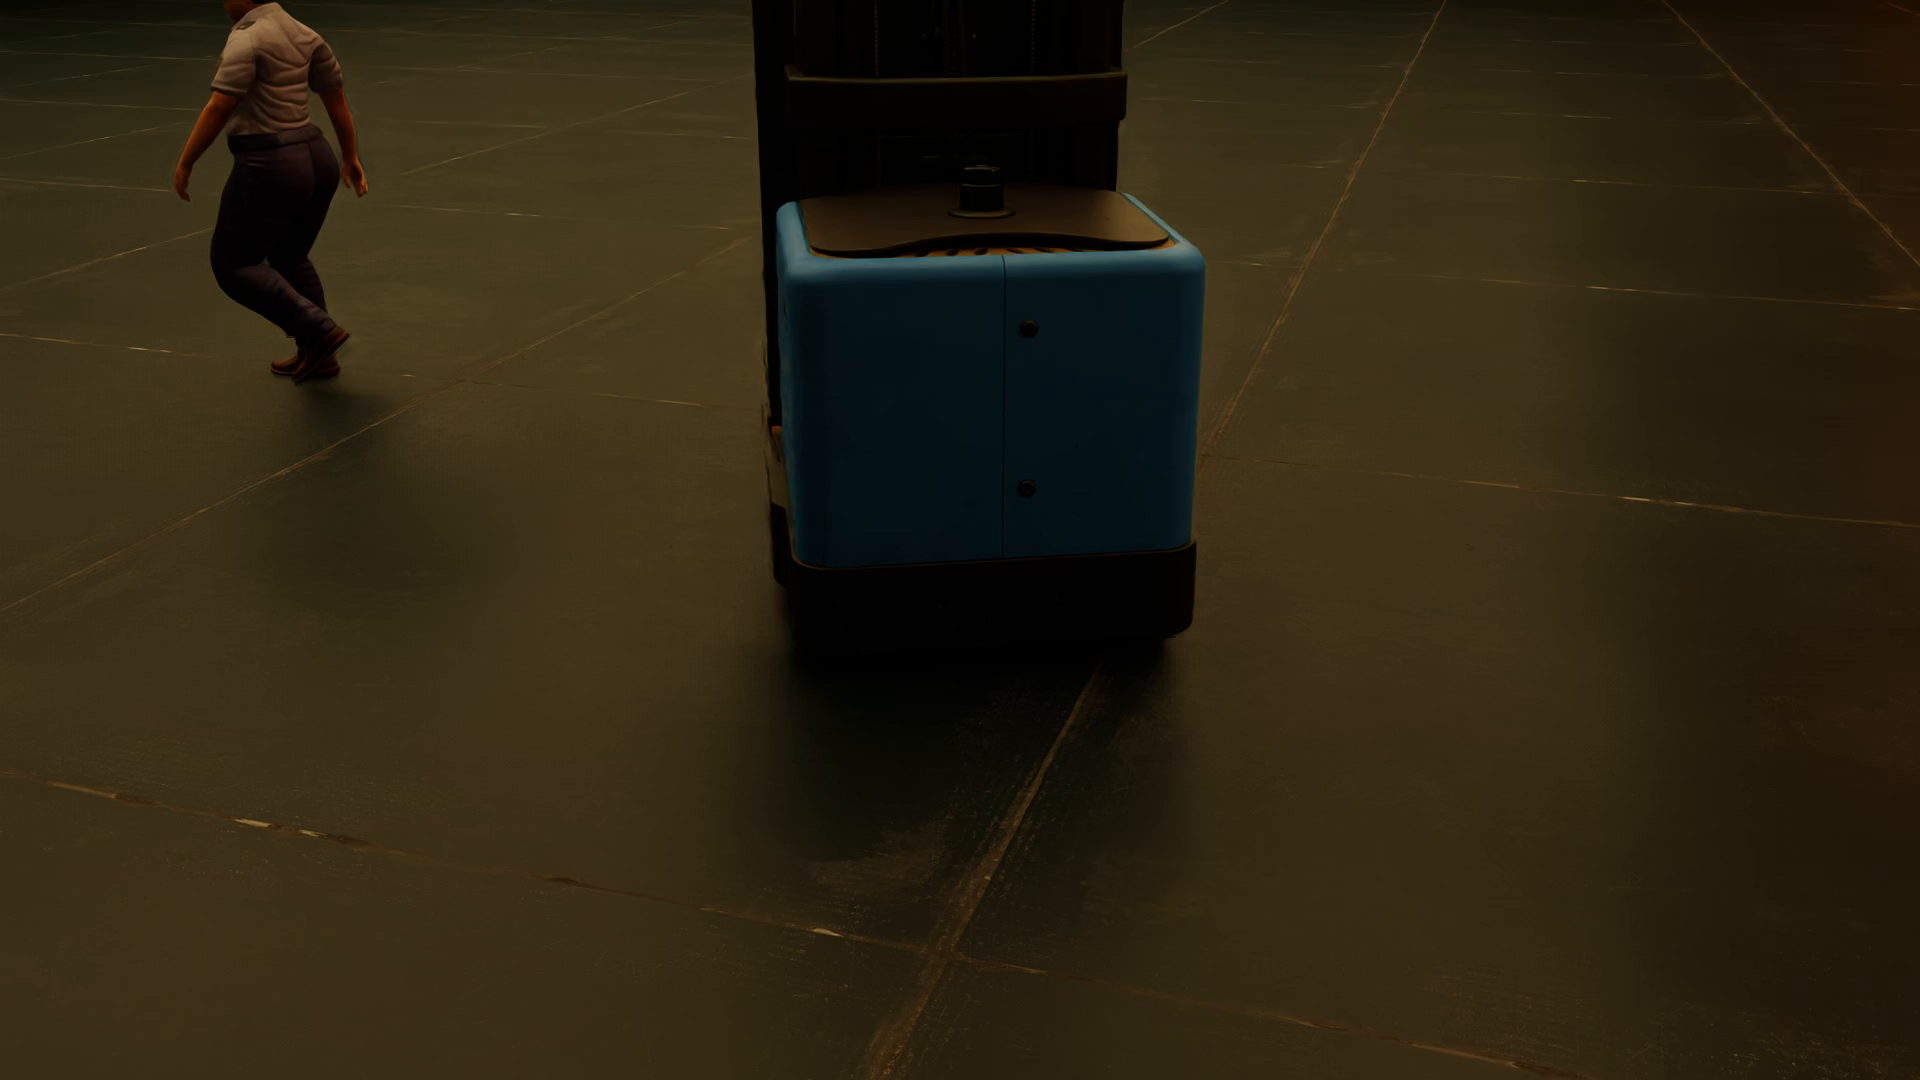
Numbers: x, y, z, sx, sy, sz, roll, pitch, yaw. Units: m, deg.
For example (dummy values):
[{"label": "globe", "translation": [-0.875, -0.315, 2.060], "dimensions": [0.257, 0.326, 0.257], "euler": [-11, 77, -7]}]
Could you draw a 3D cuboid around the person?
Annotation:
[{"label": "person", "translation": [-2.583, -1.391, 6.363], "dimensions": [0.508, 1.632, 0.689], "euler": [5, 23, 11]}]

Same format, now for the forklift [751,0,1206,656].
[{"label": "forklift", "translation": [-0.099, -1.587, 5.124], "dimensions": [1.130, 2.935, 3.031], "euler": [-3, 23, -7]}]
